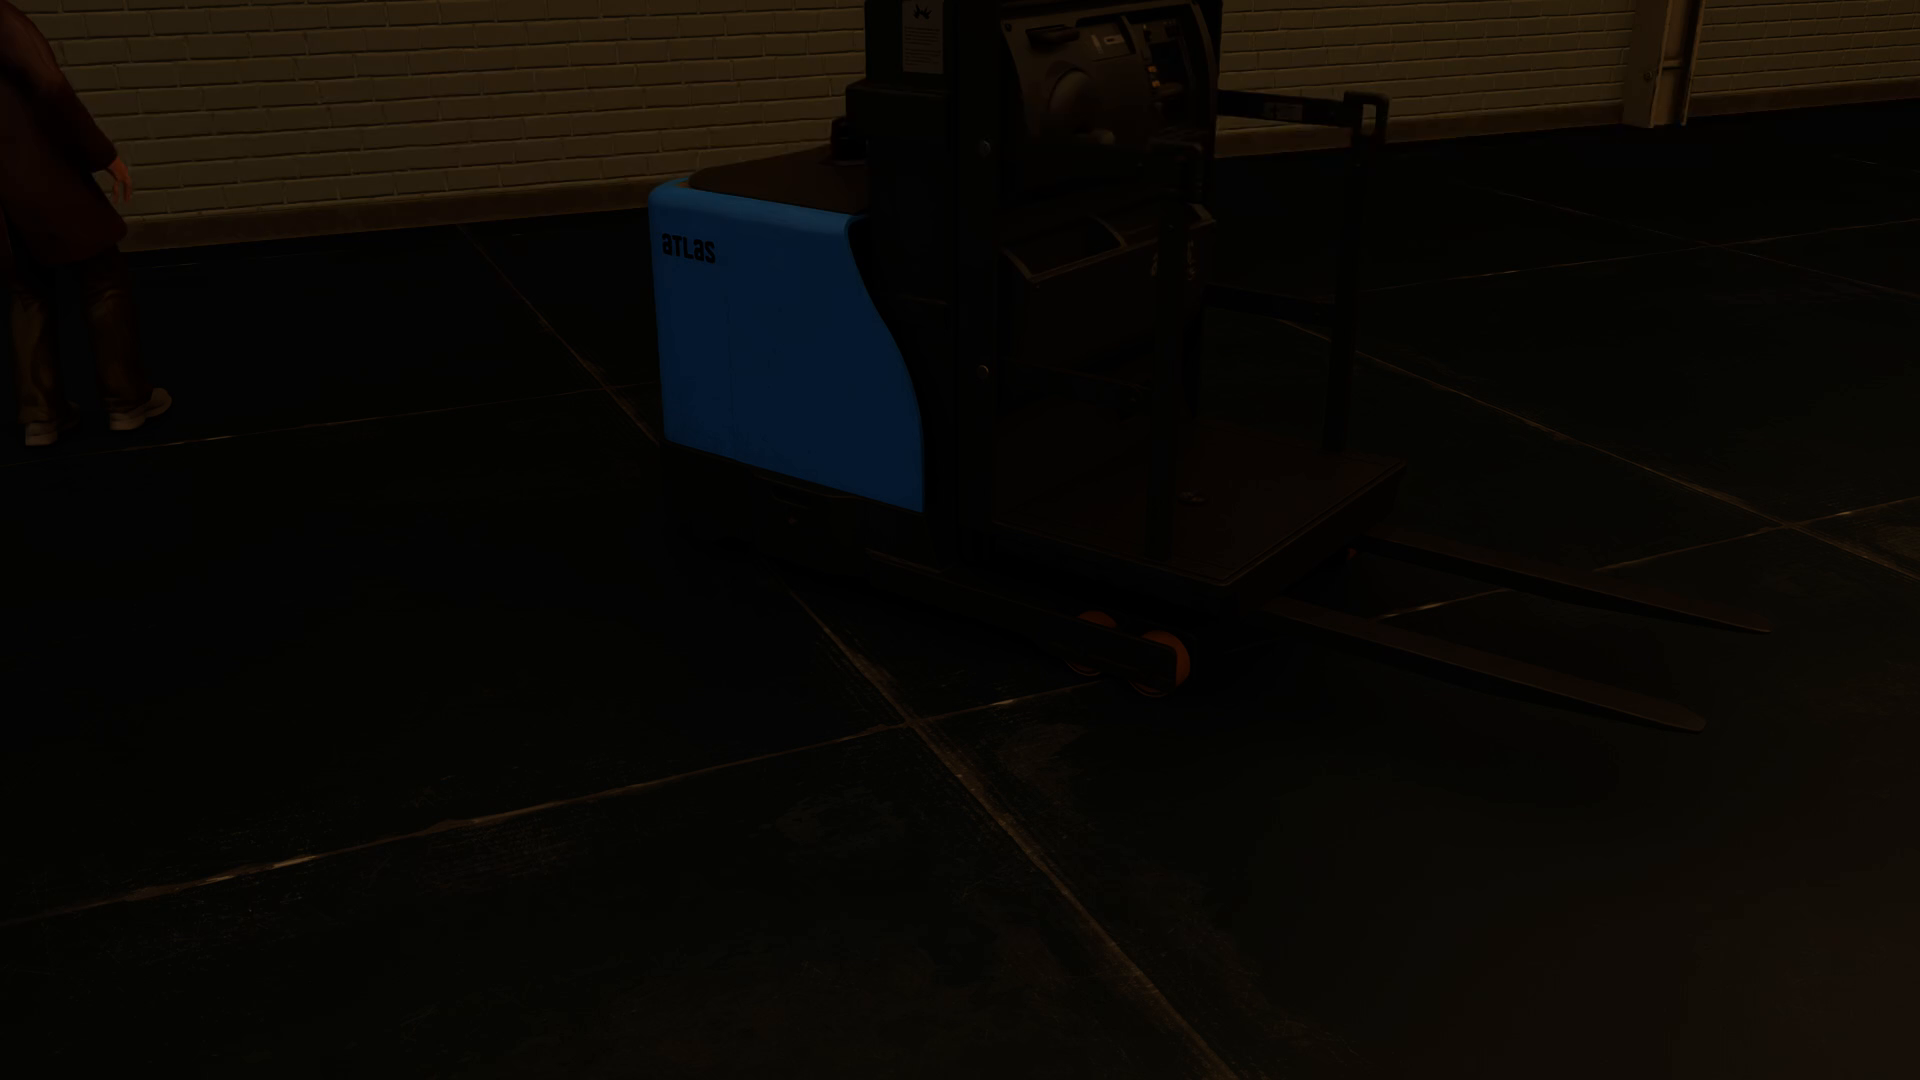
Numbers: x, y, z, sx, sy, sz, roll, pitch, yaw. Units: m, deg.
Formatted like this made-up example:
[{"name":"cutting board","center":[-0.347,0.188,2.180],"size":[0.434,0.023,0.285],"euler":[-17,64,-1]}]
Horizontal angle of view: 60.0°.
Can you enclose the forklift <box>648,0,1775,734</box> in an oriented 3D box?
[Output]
[{"name":"forklift","center":[0.568,-1.190,4.150],"size":[3.031,2.935,1.130],"euler":[16,27,34]}]

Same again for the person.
[{"name":"person","center":[-3.225,-1.232,5.788],"size":[0.799,1.759,0.558],"euler":[3,23,7]}]
